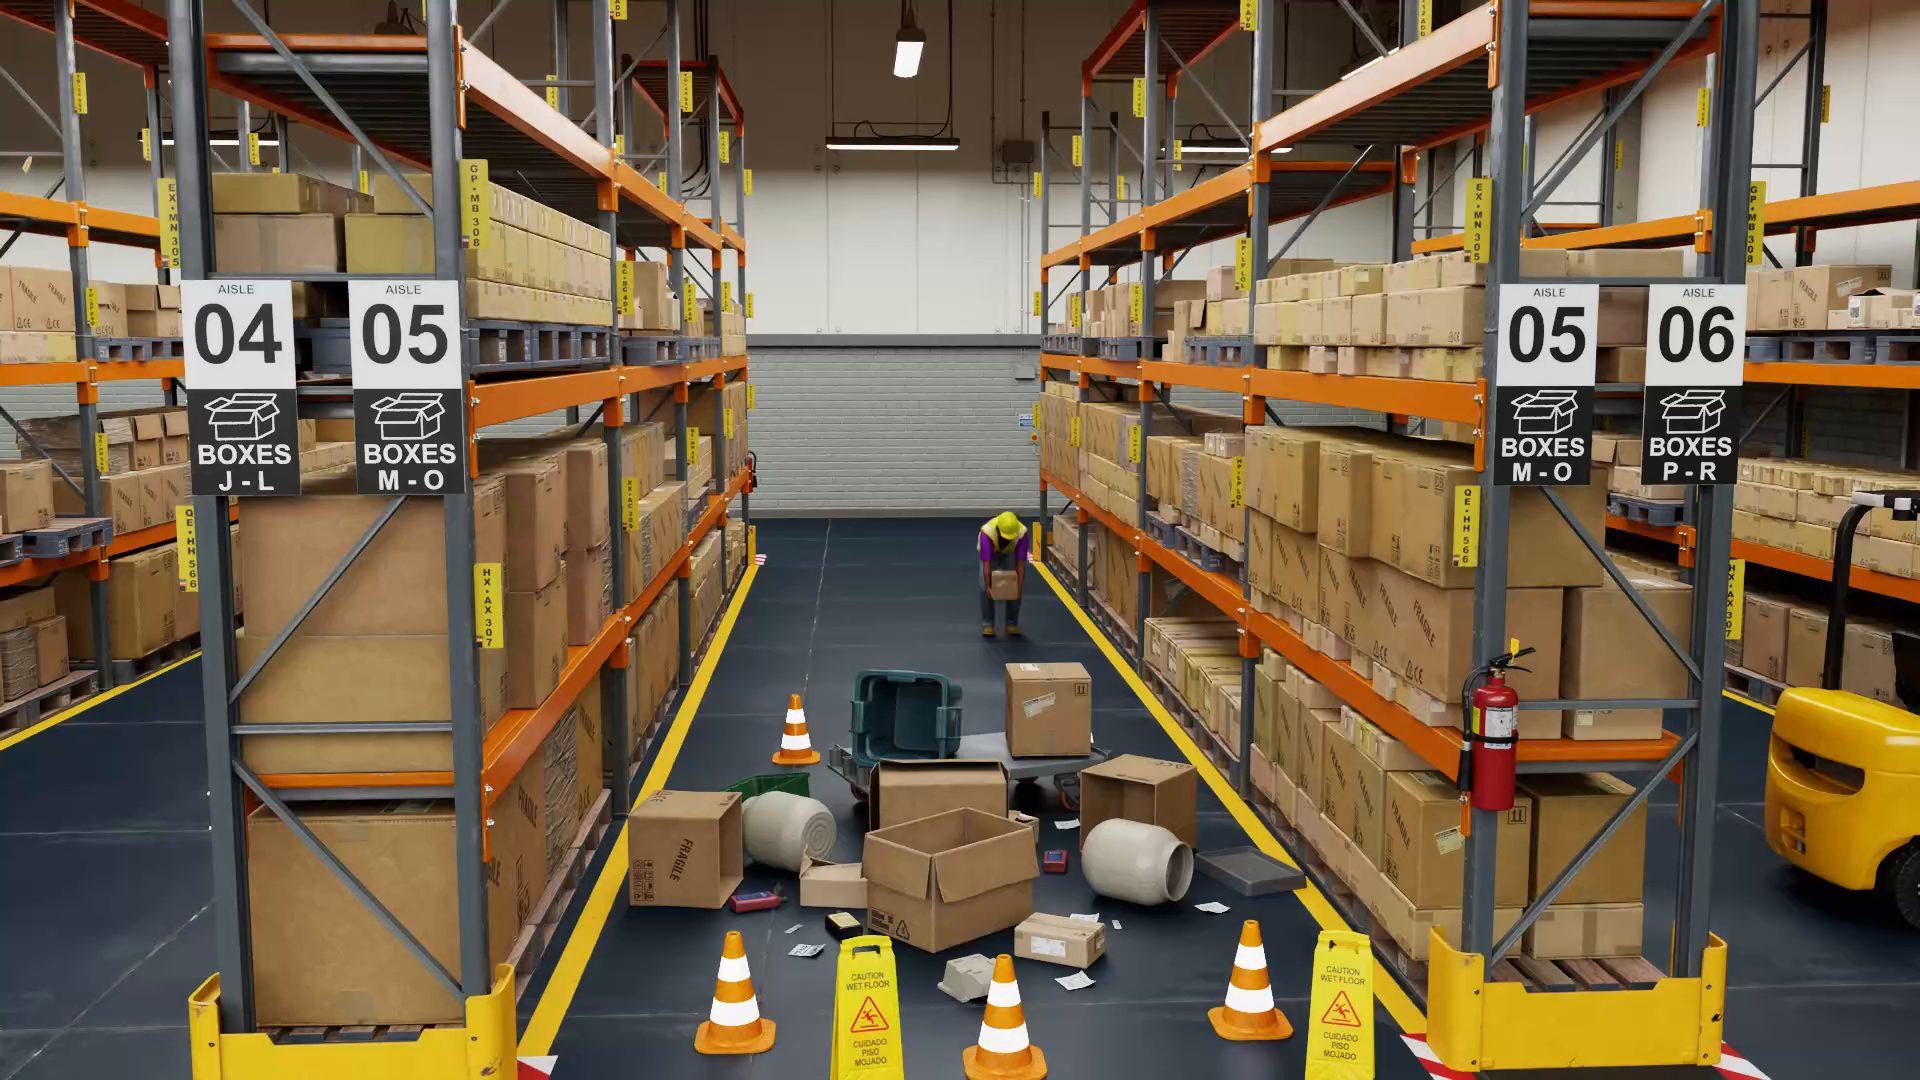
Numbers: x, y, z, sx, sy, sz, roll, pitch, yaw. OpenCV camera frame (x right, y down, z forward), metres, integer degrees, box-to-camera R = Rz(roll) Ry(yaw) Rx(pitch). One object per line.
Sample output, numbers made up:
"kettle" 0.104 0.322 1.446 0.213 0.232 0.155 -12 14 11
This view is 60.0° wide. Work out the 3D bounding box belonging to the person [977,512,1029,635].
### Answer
"person" 0.438 0.330 16.791 0.493 1.309 0.924 -1 7 -6
